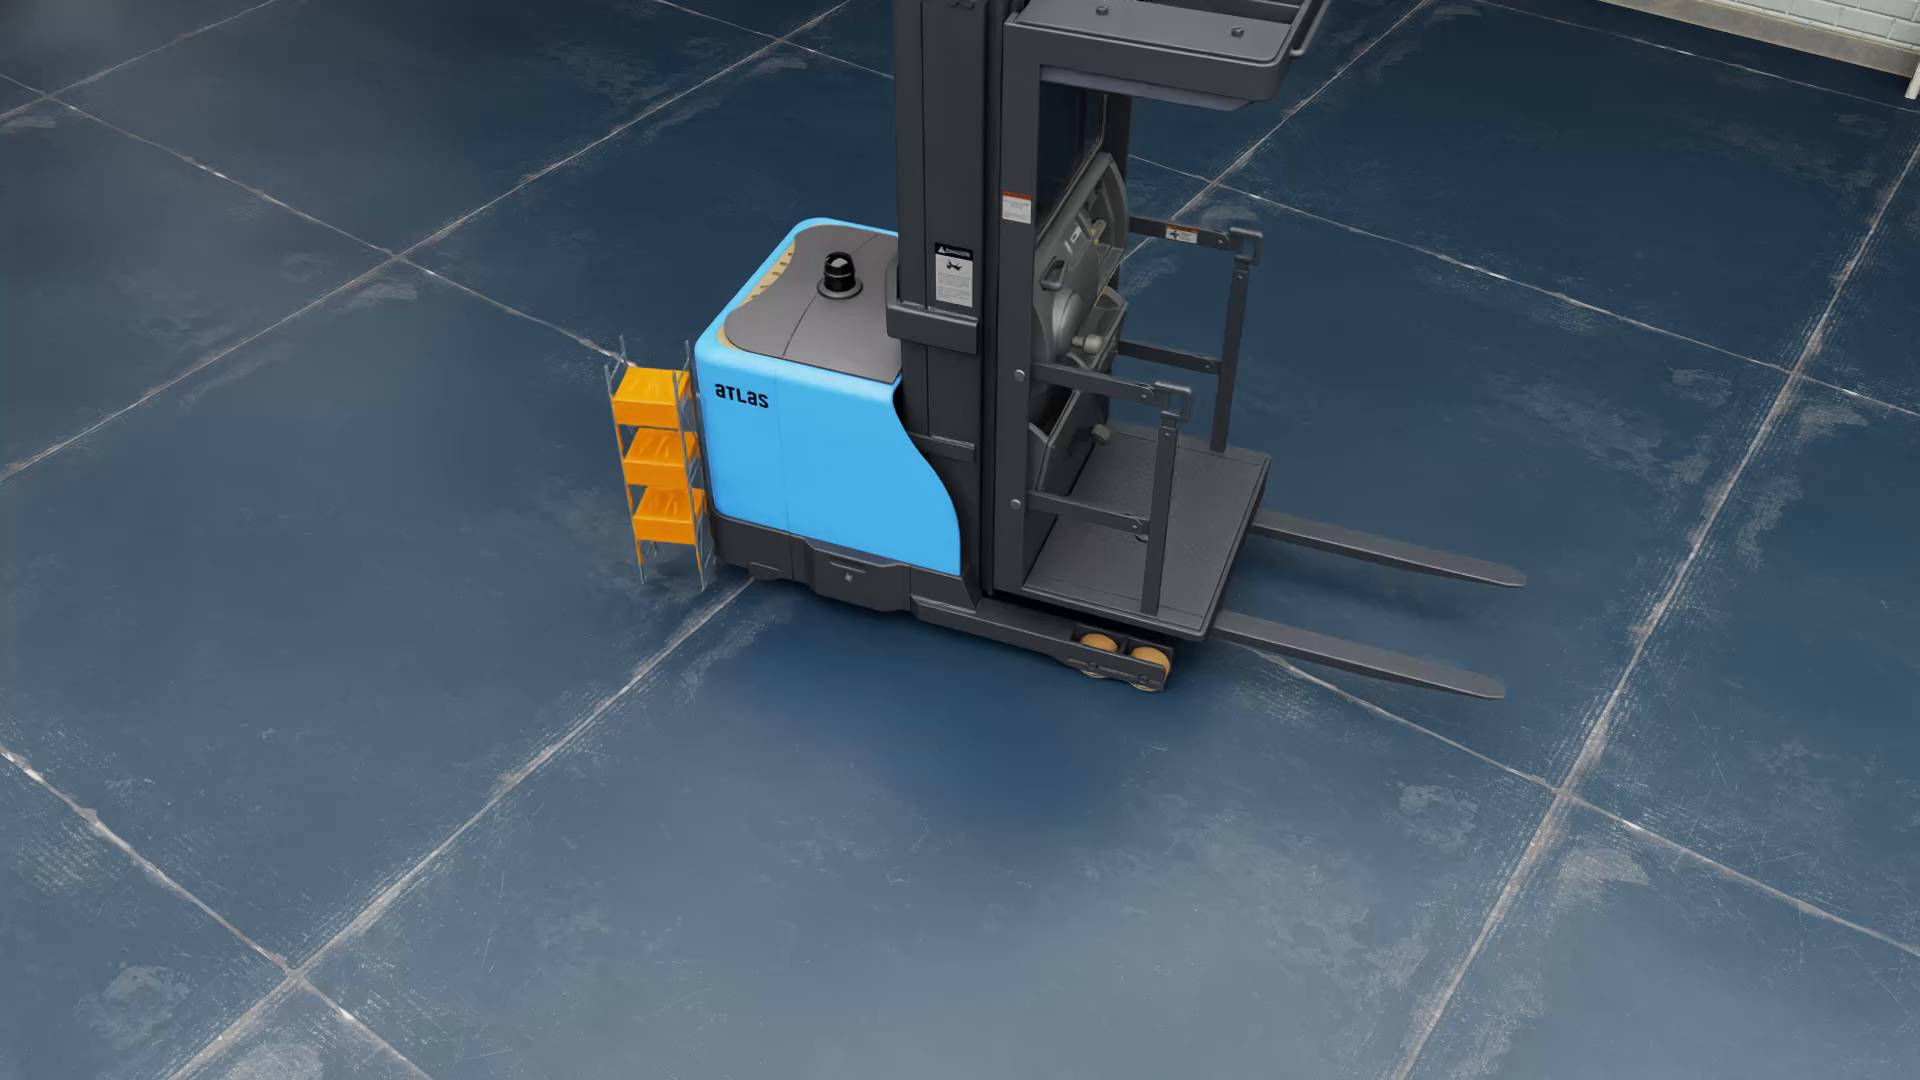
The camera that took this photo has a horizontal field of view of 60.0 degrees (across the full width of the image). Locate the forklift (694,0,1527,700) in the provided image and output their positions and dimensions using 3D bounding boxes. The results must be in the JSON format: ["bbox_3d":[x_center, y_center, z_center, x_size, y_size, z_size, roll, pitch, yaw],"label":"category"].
[{"bbox_3d":[0.602,-0.939,5.601,3.031,2.935,1.130,14,44,15],"label":"forklift"}]

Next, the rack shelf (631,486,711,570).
[{"bbox_3d":[-1.114,-0.057,6.459,0.240,0.259,0.215,5,42,6],"label":"rack shelf"}]

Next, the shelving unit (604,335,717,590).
[{"bbox_3d":[-1.114,-0.272,6.267,0.252,1.050,0.215,5,42,6],"label":"shelving unit"}]

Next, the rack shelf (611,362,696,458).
[{"bbox_3d":[-1.114,-0.476,6.085,0.240,0.259,0.215,5,42,6],"label":"rack shelf"}]

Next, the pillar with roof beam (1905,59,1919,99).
[{"bbox_3d":[3.239,-3.575,3.996,0.400,9.000,9.100,25,48,25],"label":"pillar with roof beam"}]

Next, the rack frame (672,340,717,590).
[{"bbox_3d":[-0.994,-0.261,6.254,0.008,1.050,0.200,5,42,6],"label":"rack frame"}]

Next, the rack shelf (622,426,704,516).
[{"bbox_3d":[-1.114,-0.264,6.274,0.240,0.259,0.215,5,42,6],"label":"rack shelf"}]

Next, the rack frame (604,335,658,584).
[{"bbox_3d":[-1.235,-0.283,6.279,0.008,1.050,0.200,5,42,6],"label":"rack frame"}]
